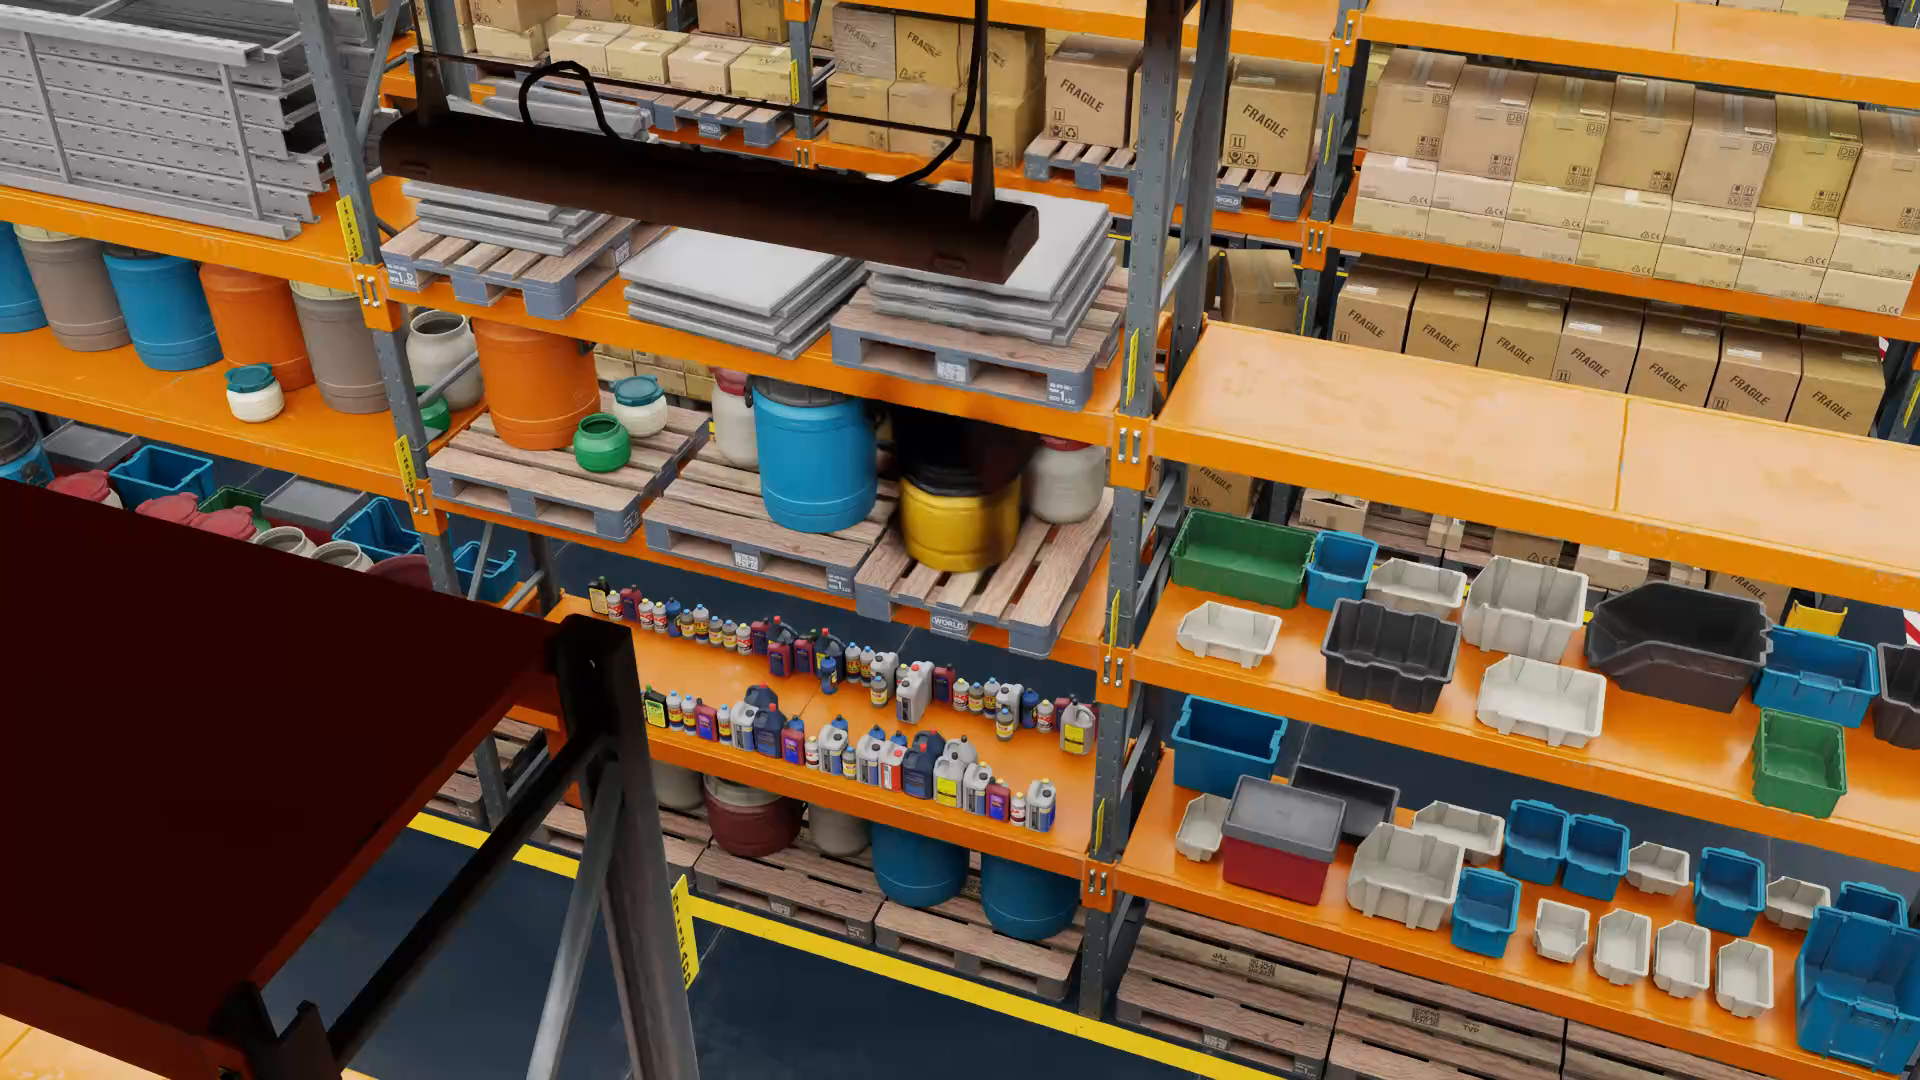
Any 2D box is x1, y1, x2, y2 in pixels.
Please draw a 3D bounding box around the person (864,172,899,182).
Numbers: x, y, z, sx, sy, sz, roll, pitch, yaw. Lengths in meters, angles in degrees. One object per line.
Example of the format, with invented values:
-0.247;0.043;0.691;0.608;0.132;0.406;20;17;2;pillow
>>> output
-0.746;-2.972;15.964;0.659;1.761;0.659;12;38;15;person
